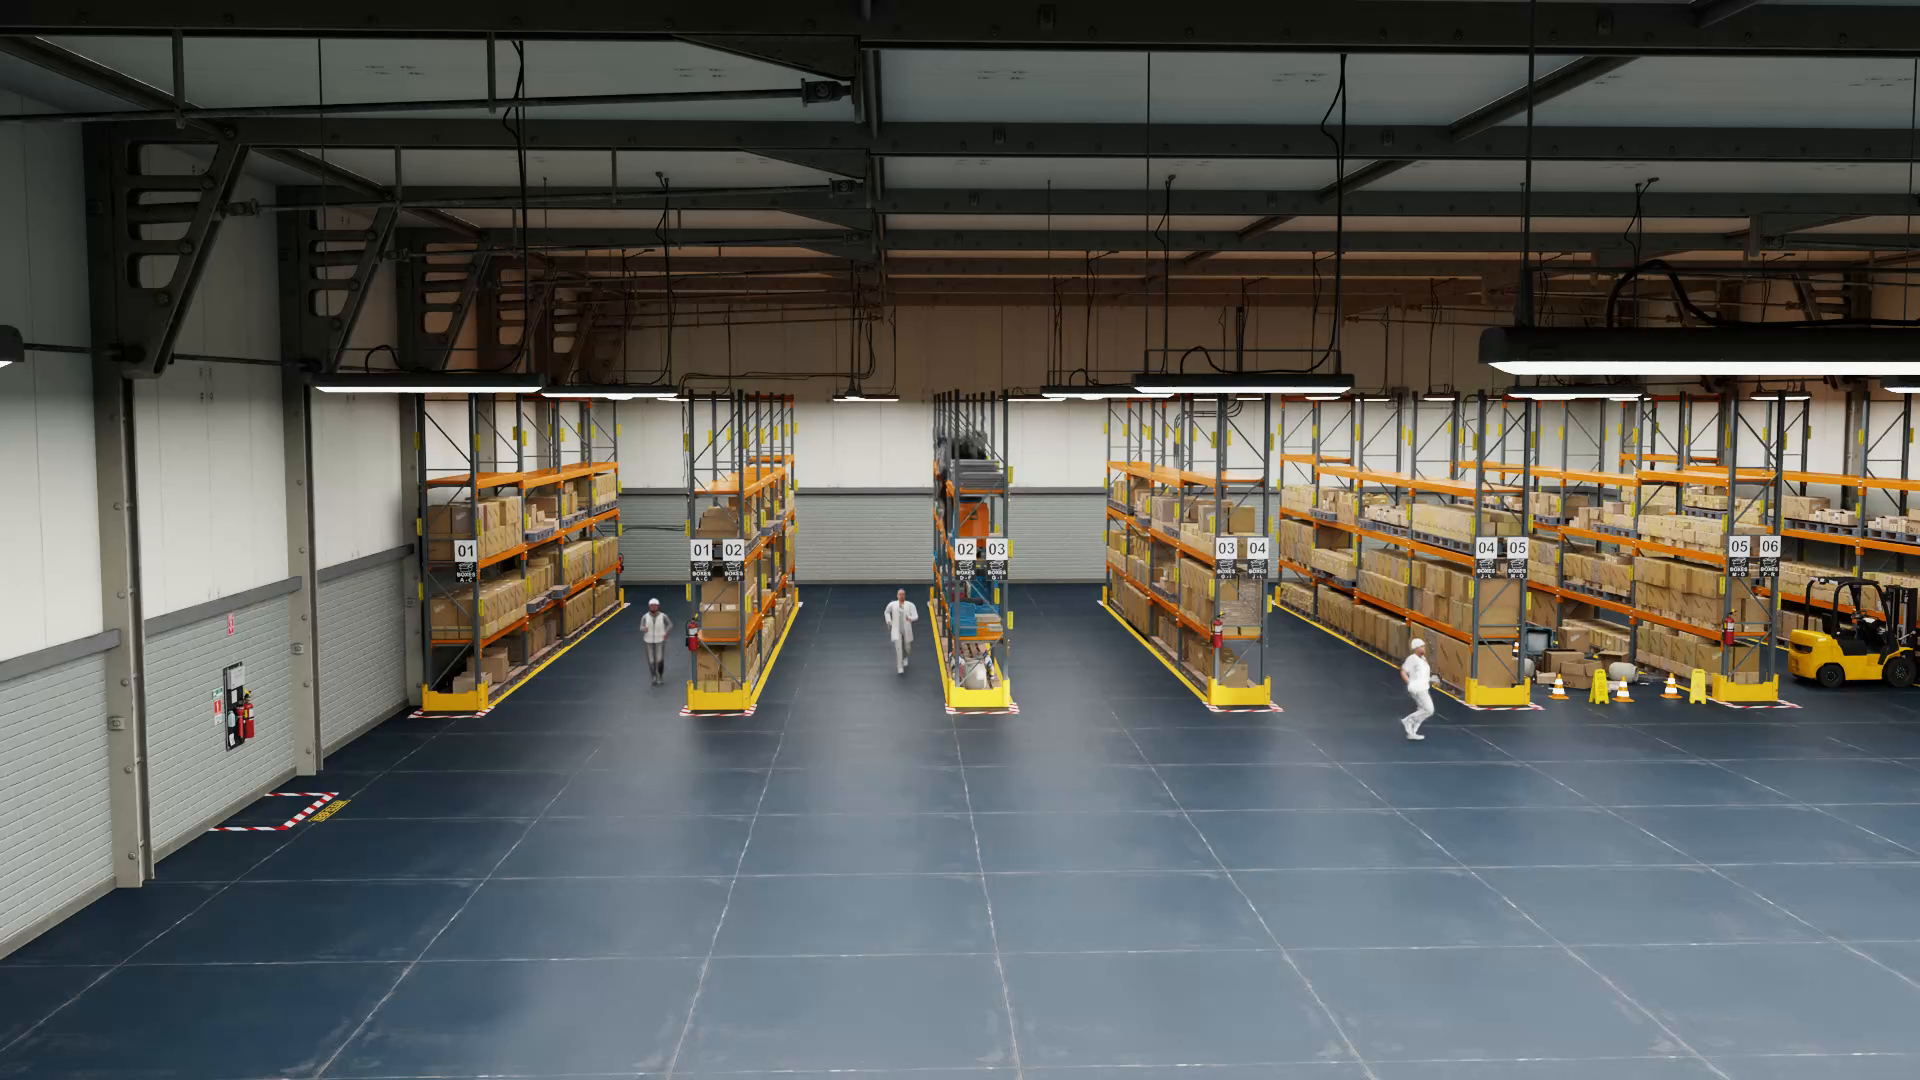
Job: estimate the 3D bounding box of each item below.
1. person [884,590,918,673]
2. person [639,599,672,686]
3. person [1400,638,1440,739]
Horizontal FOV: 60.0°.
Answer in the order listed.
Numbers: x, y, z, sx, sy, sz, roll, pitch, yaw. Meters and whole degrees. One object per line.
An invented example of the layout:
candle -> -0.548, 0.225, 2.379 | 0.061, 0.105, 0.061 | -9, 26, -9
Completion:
person -> -1.260, 1.938, 35.604 | 0.714, 1.752, 0.979 | 0, 5, -5
person -> -6.211, 2.087, 33.879 | 0.641, 1.779, 0.658 | 0, 5, -2
person -> 7.847, 2.546, 28.283 | 0.585, 1.738, 0.678 | 3, 5, 30
